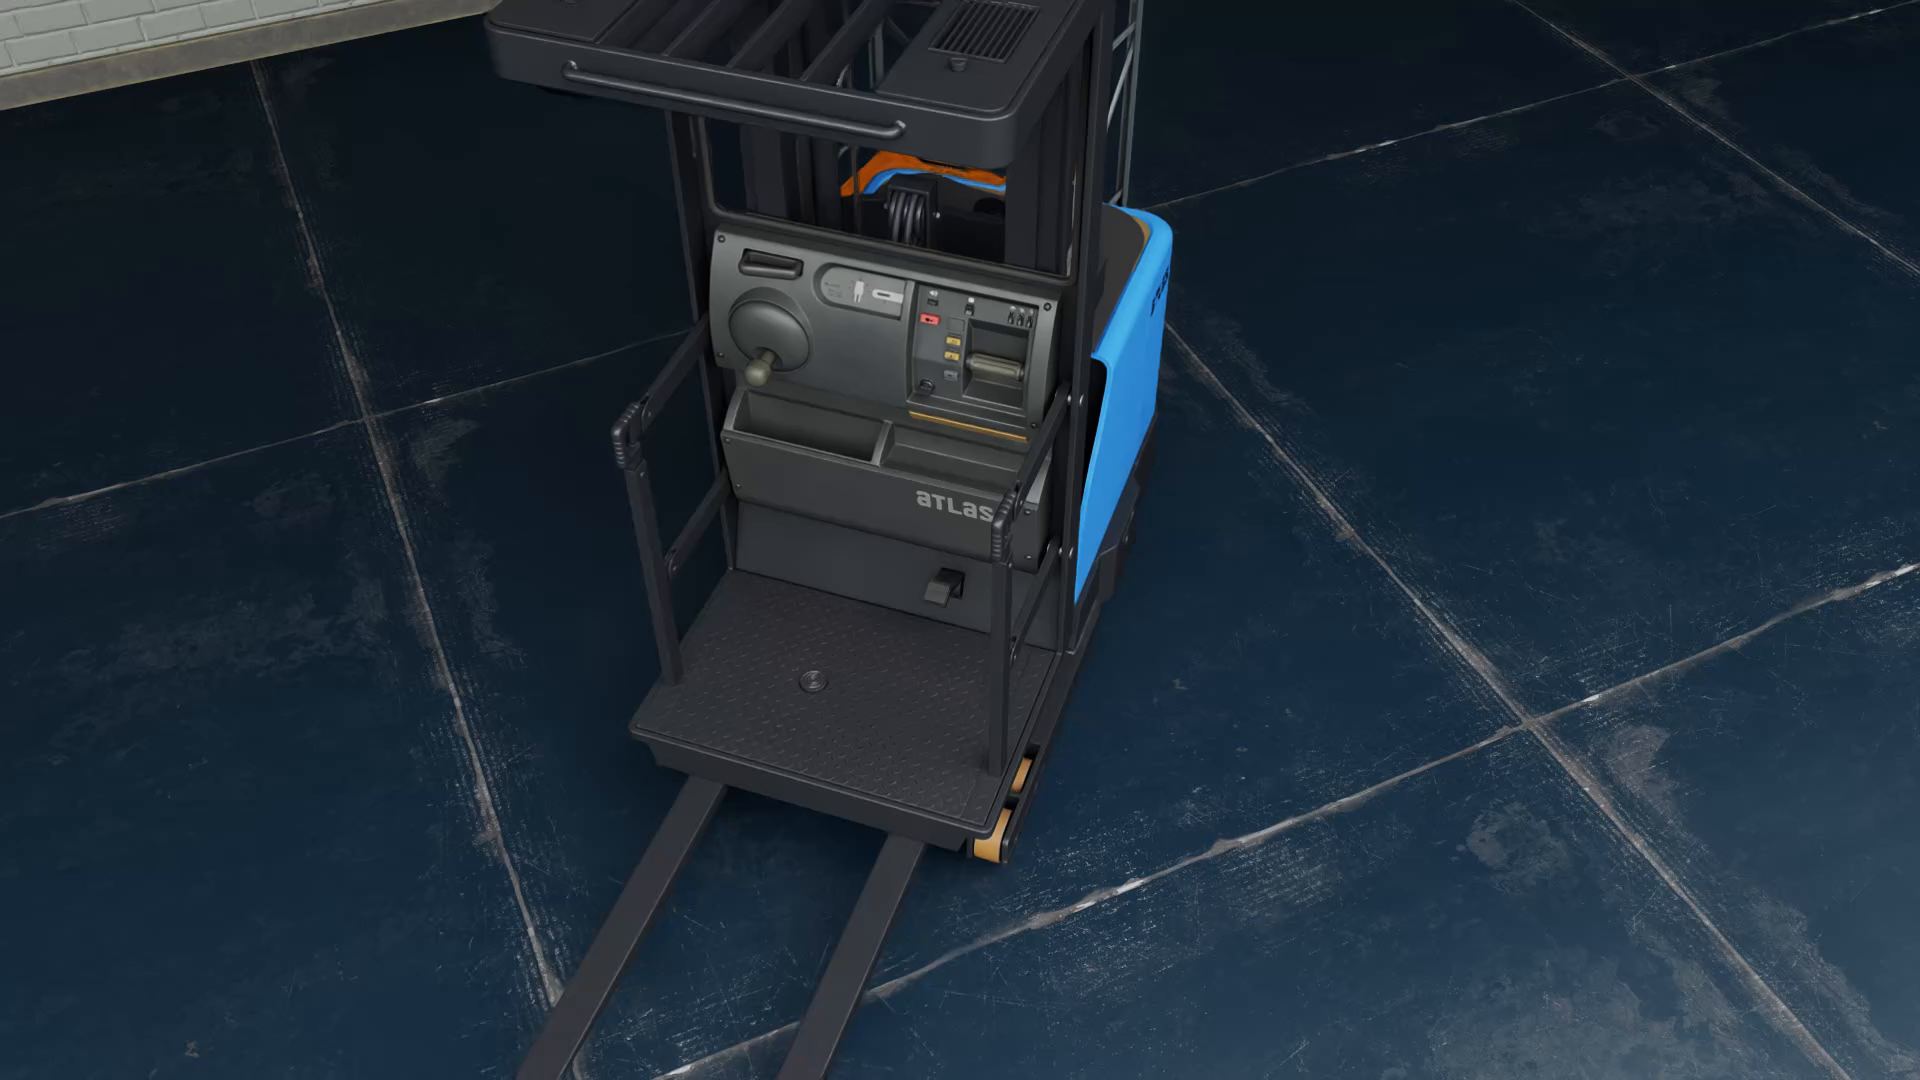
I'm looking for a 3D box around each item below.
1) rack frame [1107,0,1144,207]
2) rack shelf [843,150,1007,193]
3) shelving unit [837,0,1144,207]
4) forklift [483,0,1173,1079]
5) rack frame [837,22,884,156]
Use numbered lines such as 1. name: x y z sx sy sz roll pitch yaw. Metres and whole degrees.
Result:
1. rack frame: 0.467 -1.105 5.802 0.032 1.500 0.500 22 49 20
2. rack shelf: 0.024 -1.152 6.106 1.000 0.185 0.538 22 49 20
3. shelving unit: 0.032 -1.277 5.976 1.083 1.500 0.587 22 49 20
4. forklift: -0.277 -0.444 4.113 1.130 2.935 3.031 14 46 14
5. rack frame: -0.419 -1.455 6.157 0.032 1.500 0.500 22 49 20
